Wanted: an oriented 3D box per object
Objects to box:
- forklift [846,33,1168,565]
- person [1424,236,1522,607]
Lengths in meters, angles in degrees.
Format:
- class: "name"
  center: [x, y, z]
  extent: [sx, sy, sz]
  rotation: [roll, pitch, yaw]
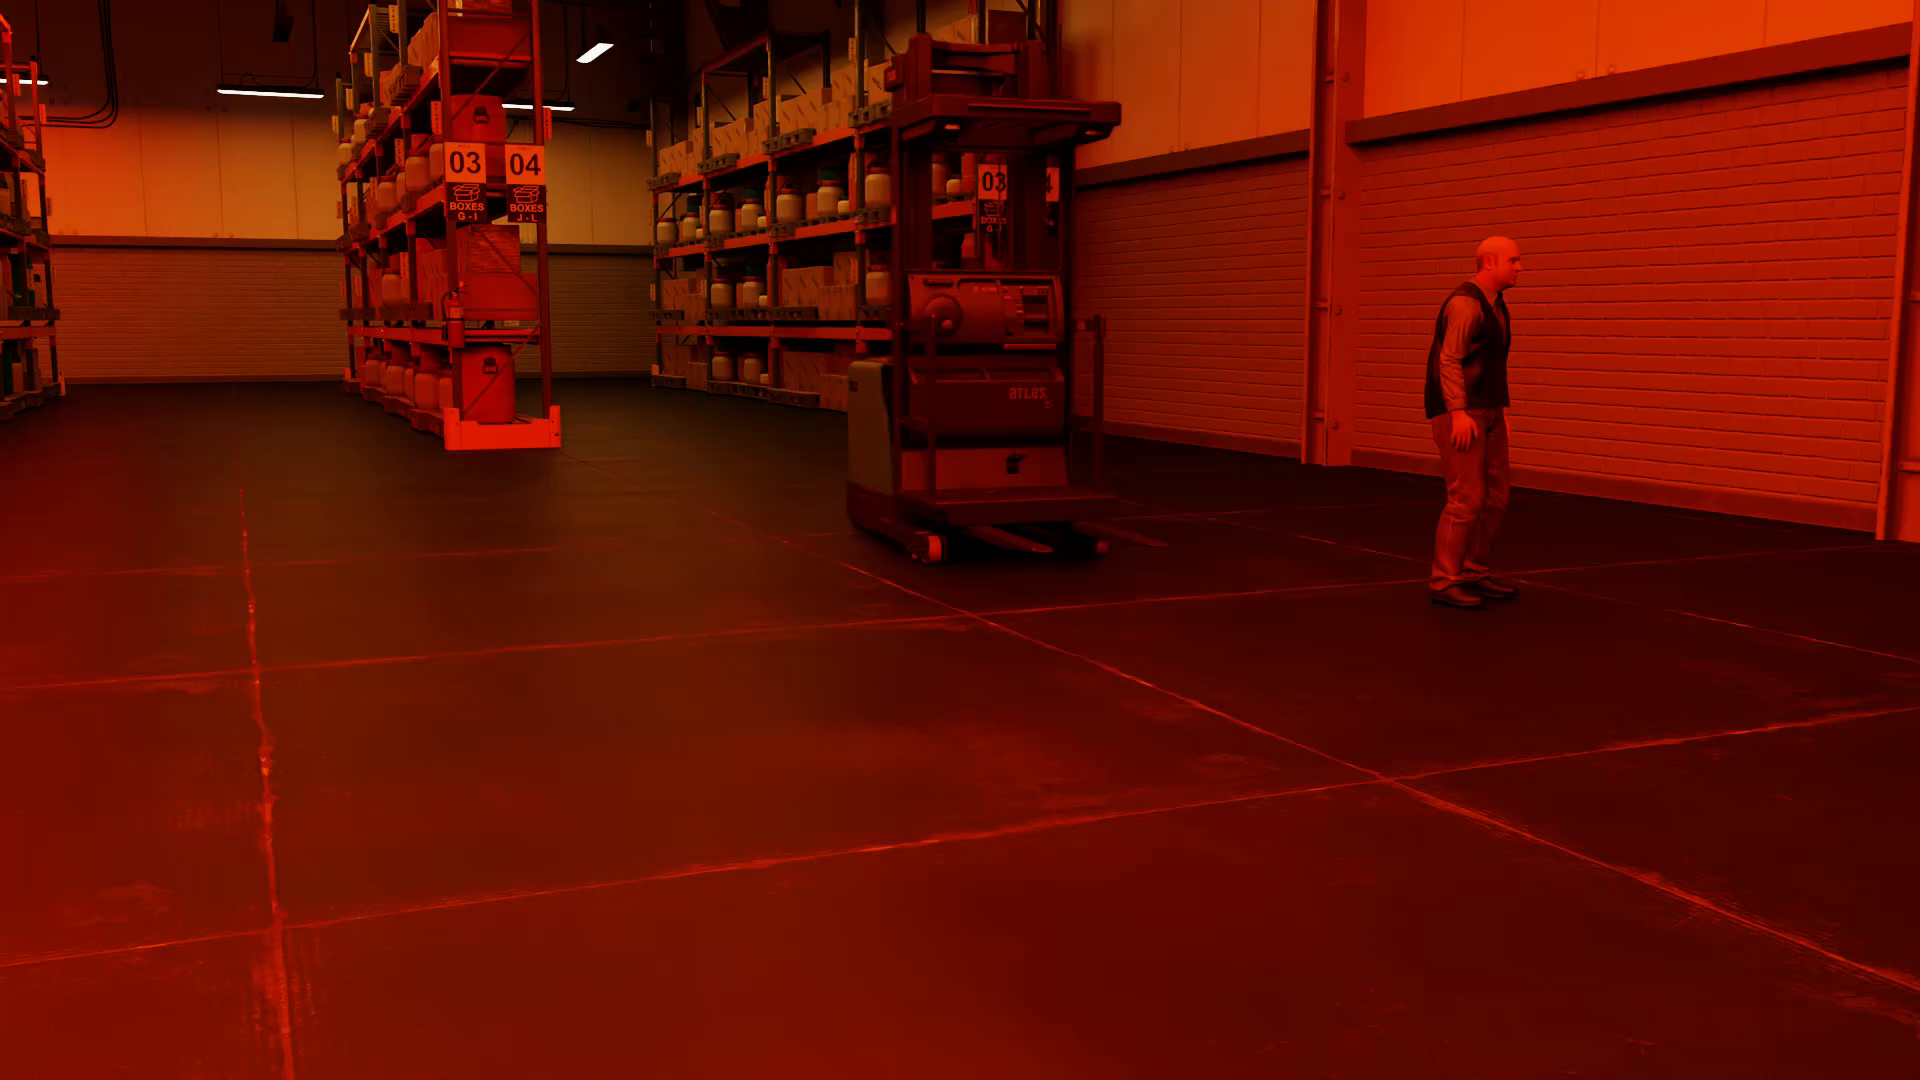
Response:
- class: "forklift"
  center: [0.224, -1.375, 9.371]
  extent: [1.130, 2.935, 3.031]
  rotation: [-3, 8, -19]
- class: "person"
  center: [2.434, -0.569, 7.897]
  extent: [0.427, 1.720, 0.588]
  rotation: [6, 10, 40]
